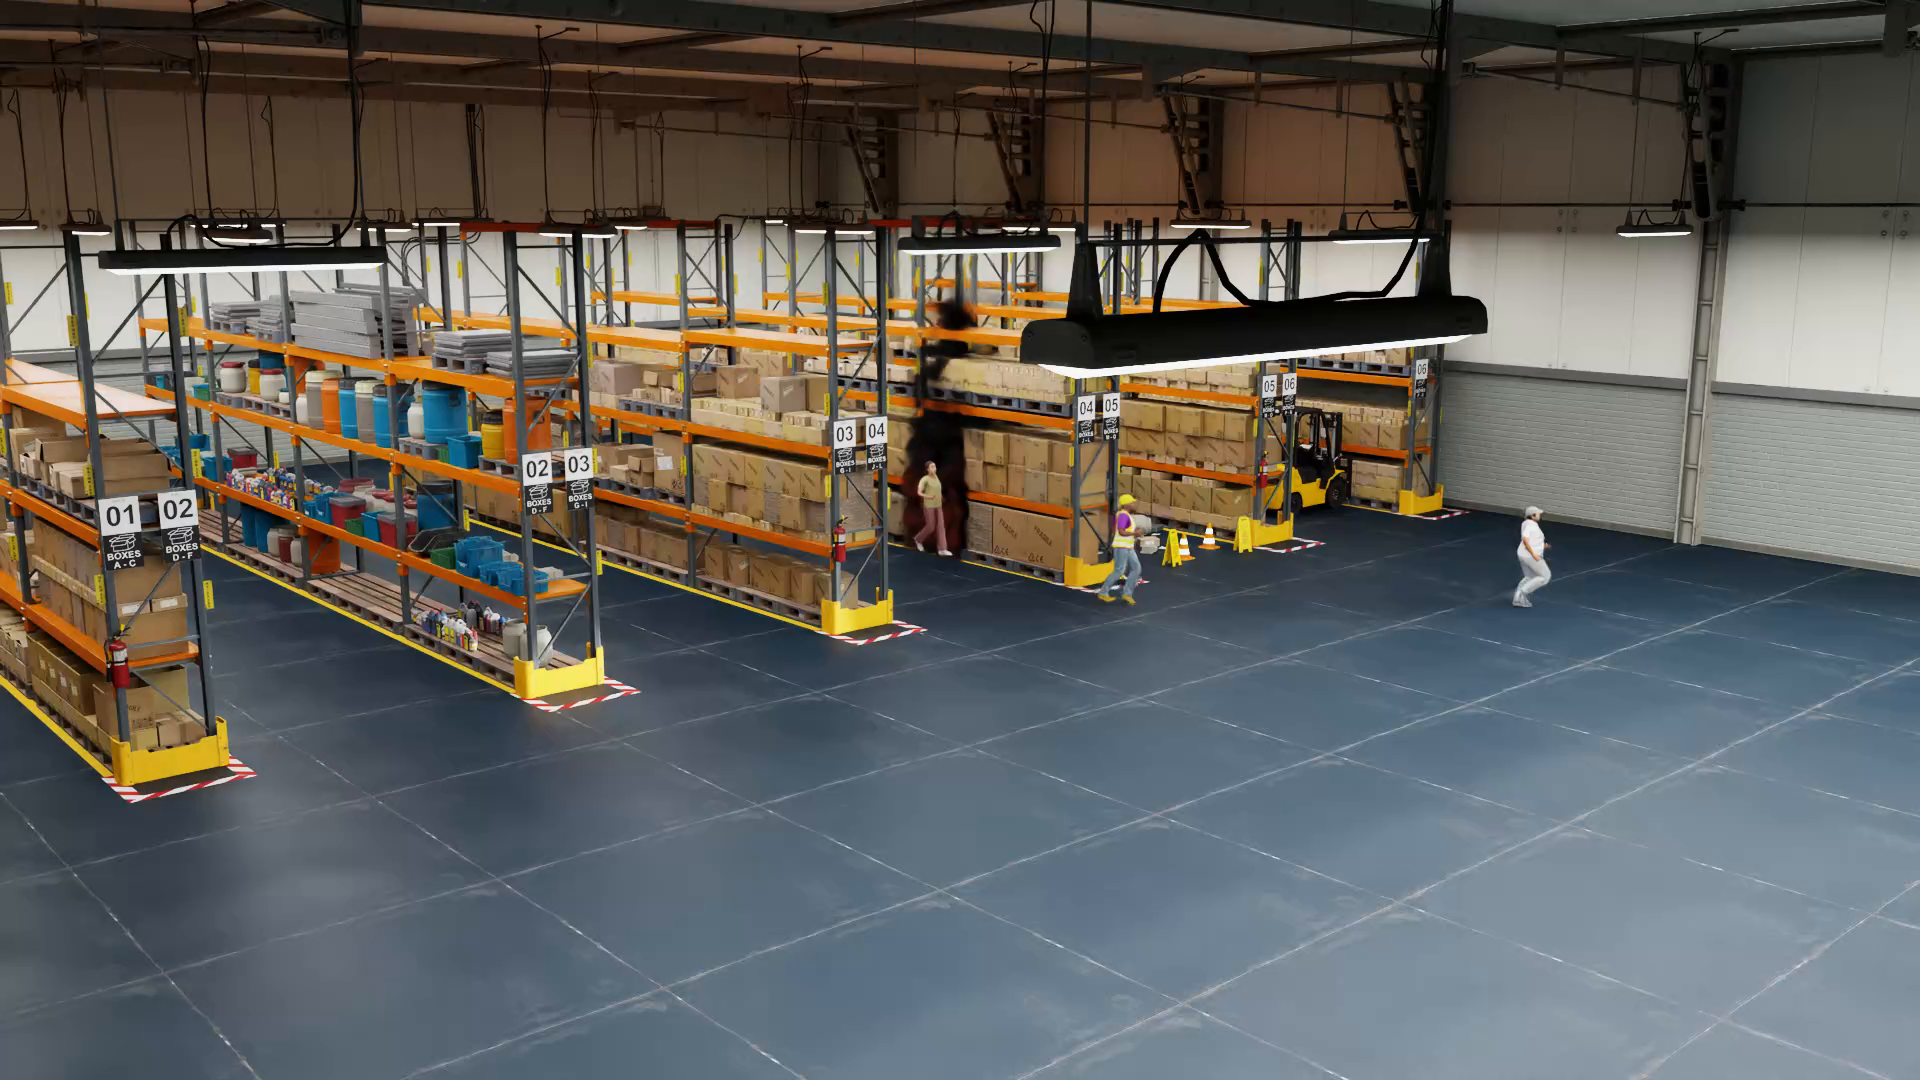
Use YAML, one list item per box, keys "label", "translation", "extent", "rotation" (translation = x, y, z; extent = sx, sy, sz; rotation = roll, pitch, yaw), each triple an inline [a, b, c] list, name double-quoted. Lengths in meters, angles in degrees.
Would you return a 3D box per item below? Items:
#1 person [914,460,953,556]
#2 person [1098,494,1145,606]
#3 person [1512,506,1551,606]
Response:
- label: "person"
  translation: [-0.449, -0.569, 29.018]
  extent: [0.592, 1.634, 0.884]
  rotation: [-11, 16, -43]
- label: "person"
  translation: [2.633, 0.157, 26.753]
  extent: [0.711, 1.786, 0.703]
  rotation: [4, 12, 17]
- label: "person"
  translation: [9.121, 0.264, 26.421]
  extent: [0.559, 1.620, 0.606]
  rotation: [0, 11, 1]
